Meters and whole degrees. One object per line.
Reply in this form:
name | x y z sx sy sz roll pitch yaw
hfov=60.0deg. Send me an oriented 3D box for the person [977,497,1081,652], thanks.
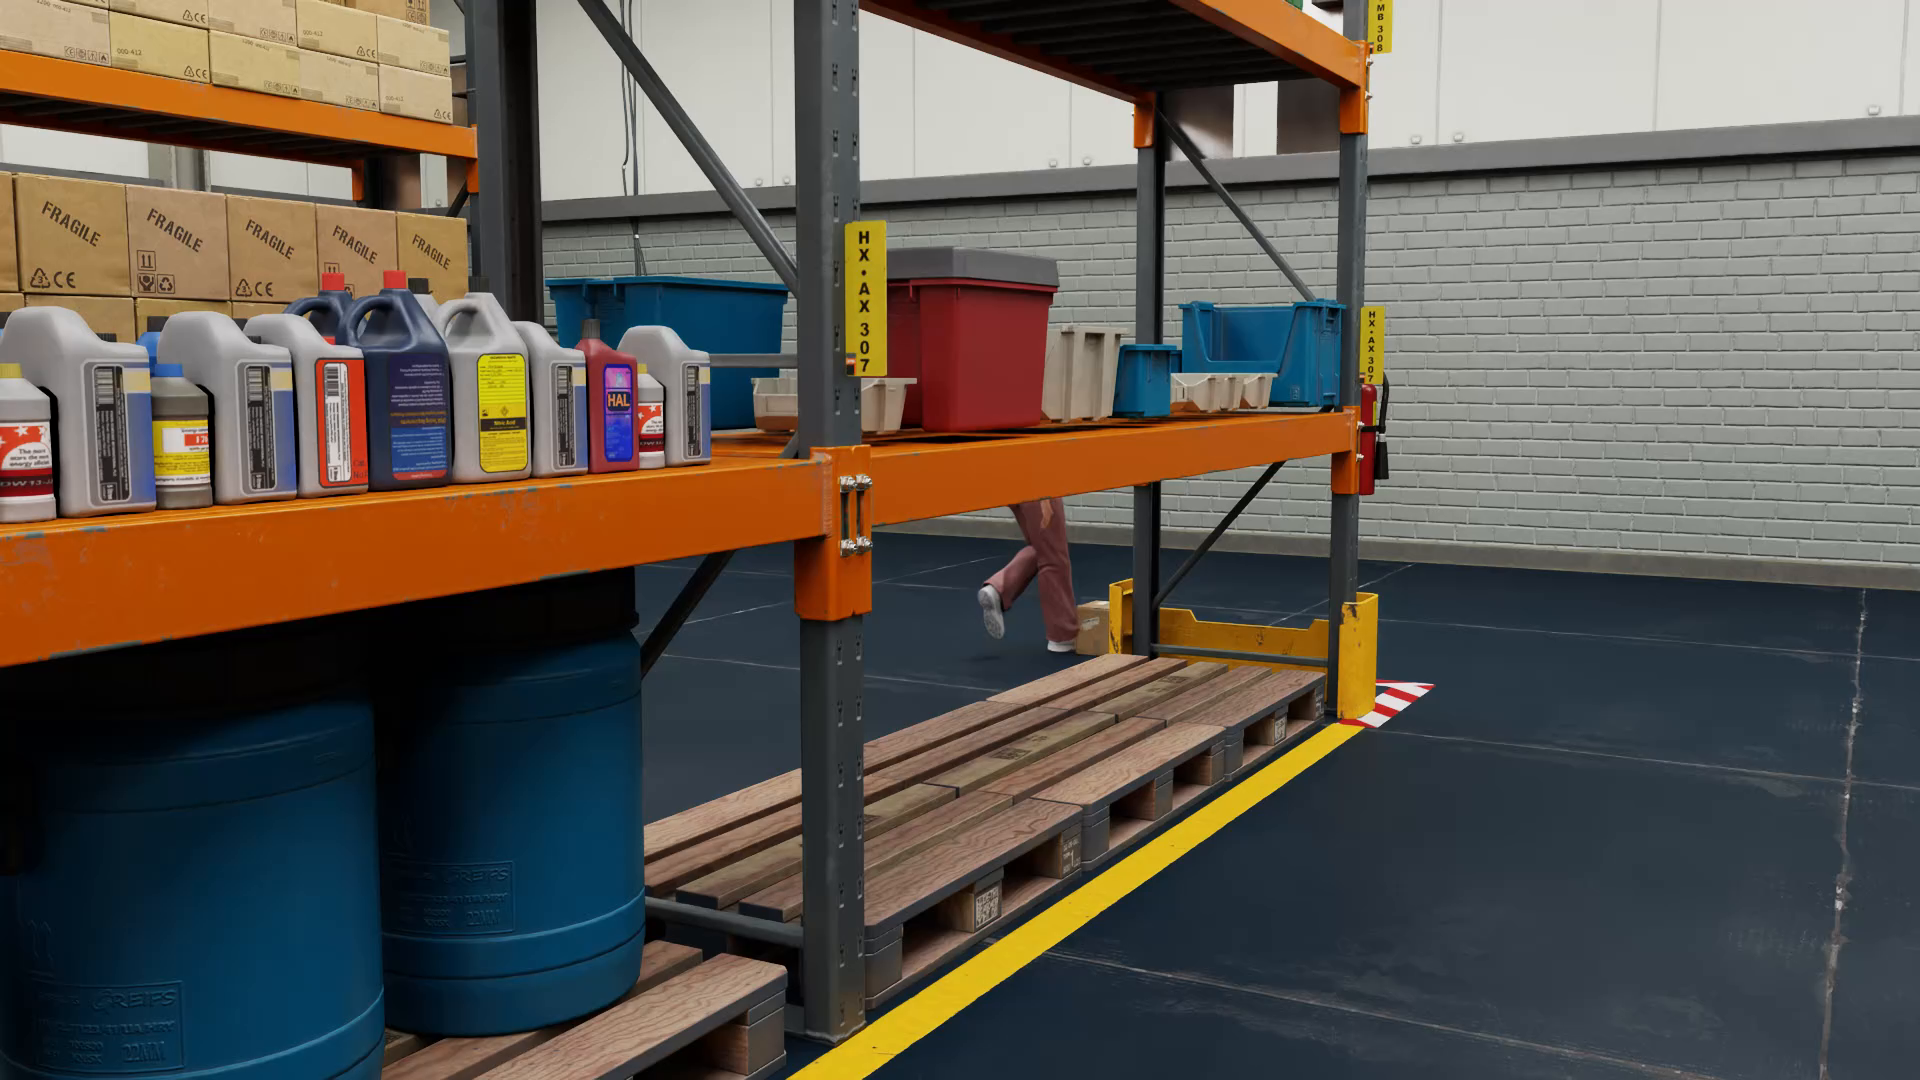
person | 0.429 -0.240 8.559 0.686 1.657 0.510 -3 7 -25
